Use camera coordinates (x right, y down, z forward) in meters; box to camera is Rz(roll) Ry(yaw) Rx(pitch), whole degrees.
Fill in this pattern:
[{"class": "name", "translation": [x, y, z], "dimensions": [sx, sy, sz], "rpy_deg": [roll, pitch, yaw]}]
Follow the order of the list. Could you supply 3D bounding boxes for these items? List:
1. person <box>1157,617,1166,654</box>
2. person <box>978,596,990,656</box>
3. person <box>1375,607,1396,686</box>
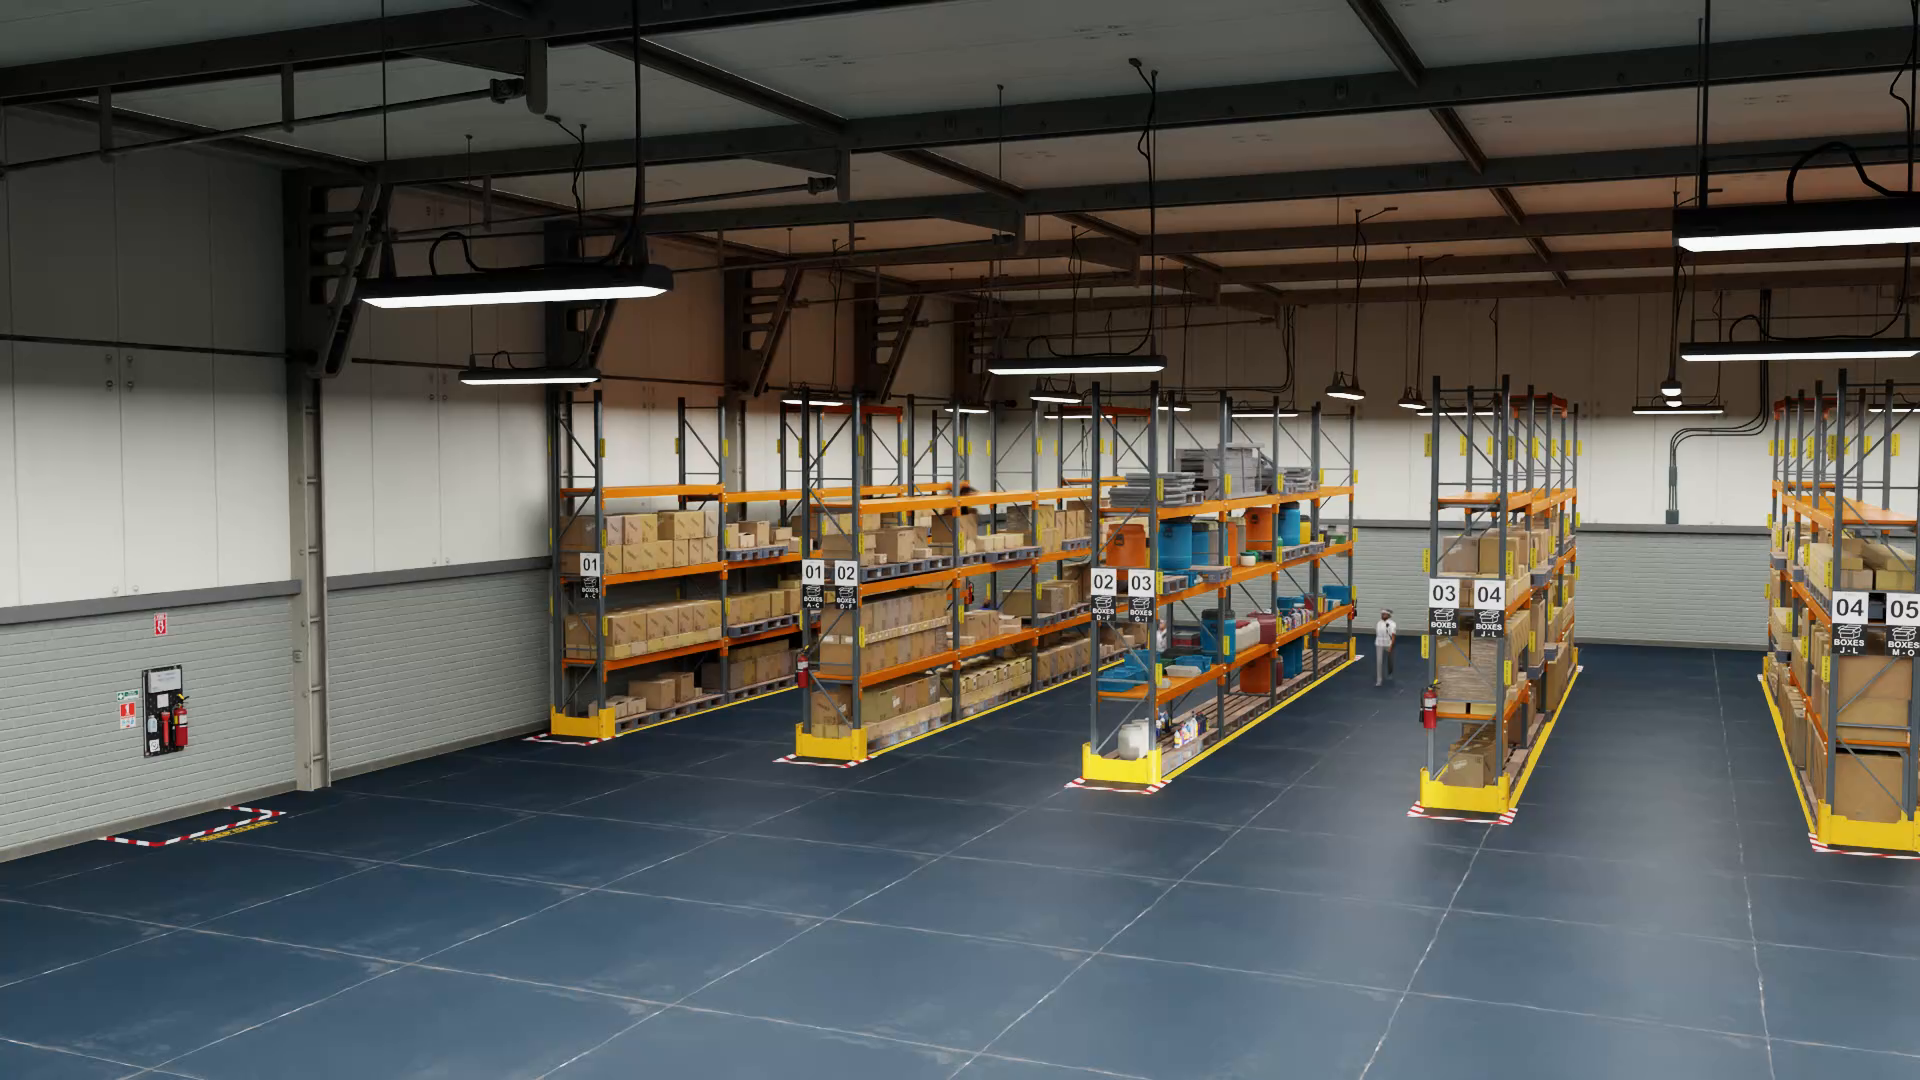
[{"class": "person", "translation": [3.979, 2.346, 33.058], "dimensions": [0.581, 1.646, 0.948], "rpy_deg": [2, 4, 26]}, {"class": "person", "translation": [0.585, 2.094, 38.092], "dimensions": [0.463, 1.608, 0.928], "rpy_deg": [2, 4, 29]}, {"class": "person", "translation": [8.983, 2.233, 35.127], "dimensions": [0.428, 1.641, 0.951], "rpy_deg": [1, 3, 17]}]
